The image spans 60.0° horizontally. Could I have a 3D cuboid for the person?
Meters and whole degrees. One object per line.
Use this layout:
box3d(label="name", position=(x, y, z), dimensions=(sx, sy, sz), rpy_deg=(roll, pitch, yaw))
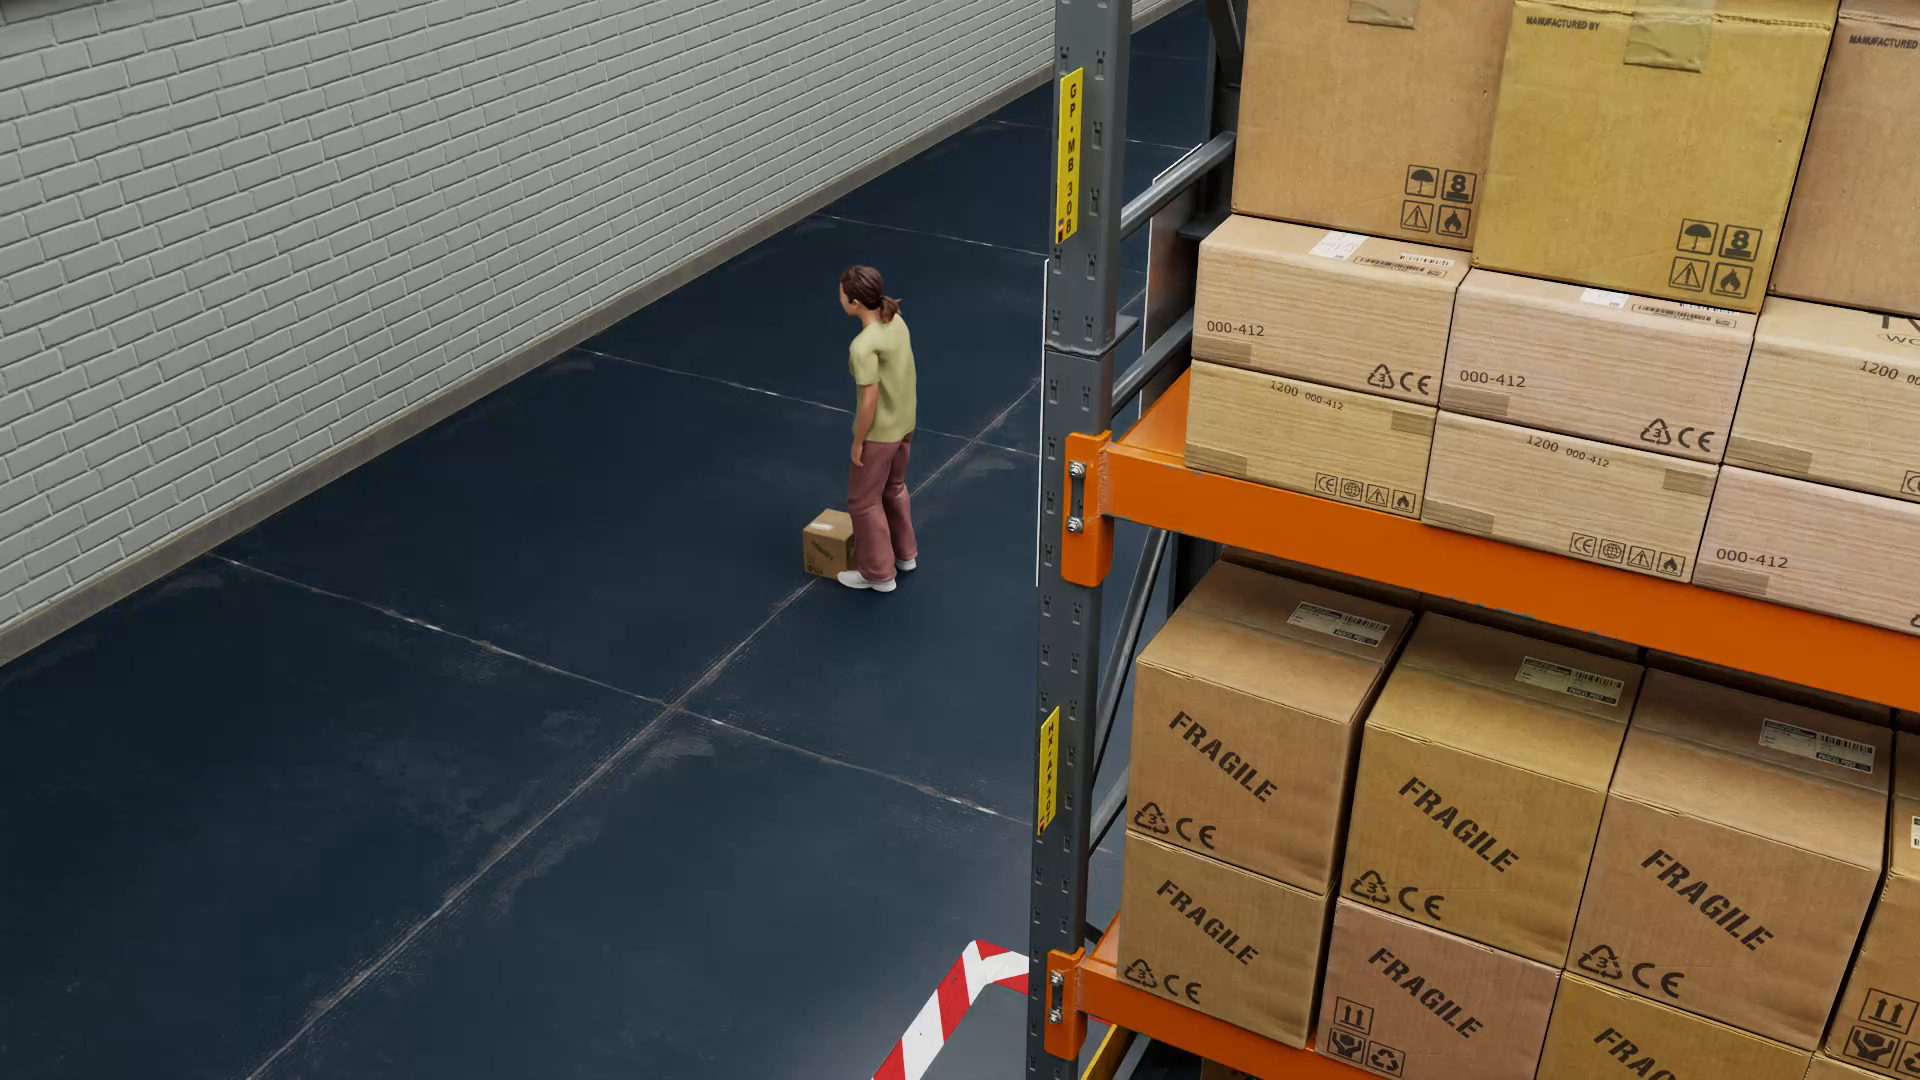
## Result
box3d(label="person", position=(-0.403, -0.534, 8.051), dimensions=(0.363, 1.672, 0.498), rpy_deg=(13, 33, 21))
